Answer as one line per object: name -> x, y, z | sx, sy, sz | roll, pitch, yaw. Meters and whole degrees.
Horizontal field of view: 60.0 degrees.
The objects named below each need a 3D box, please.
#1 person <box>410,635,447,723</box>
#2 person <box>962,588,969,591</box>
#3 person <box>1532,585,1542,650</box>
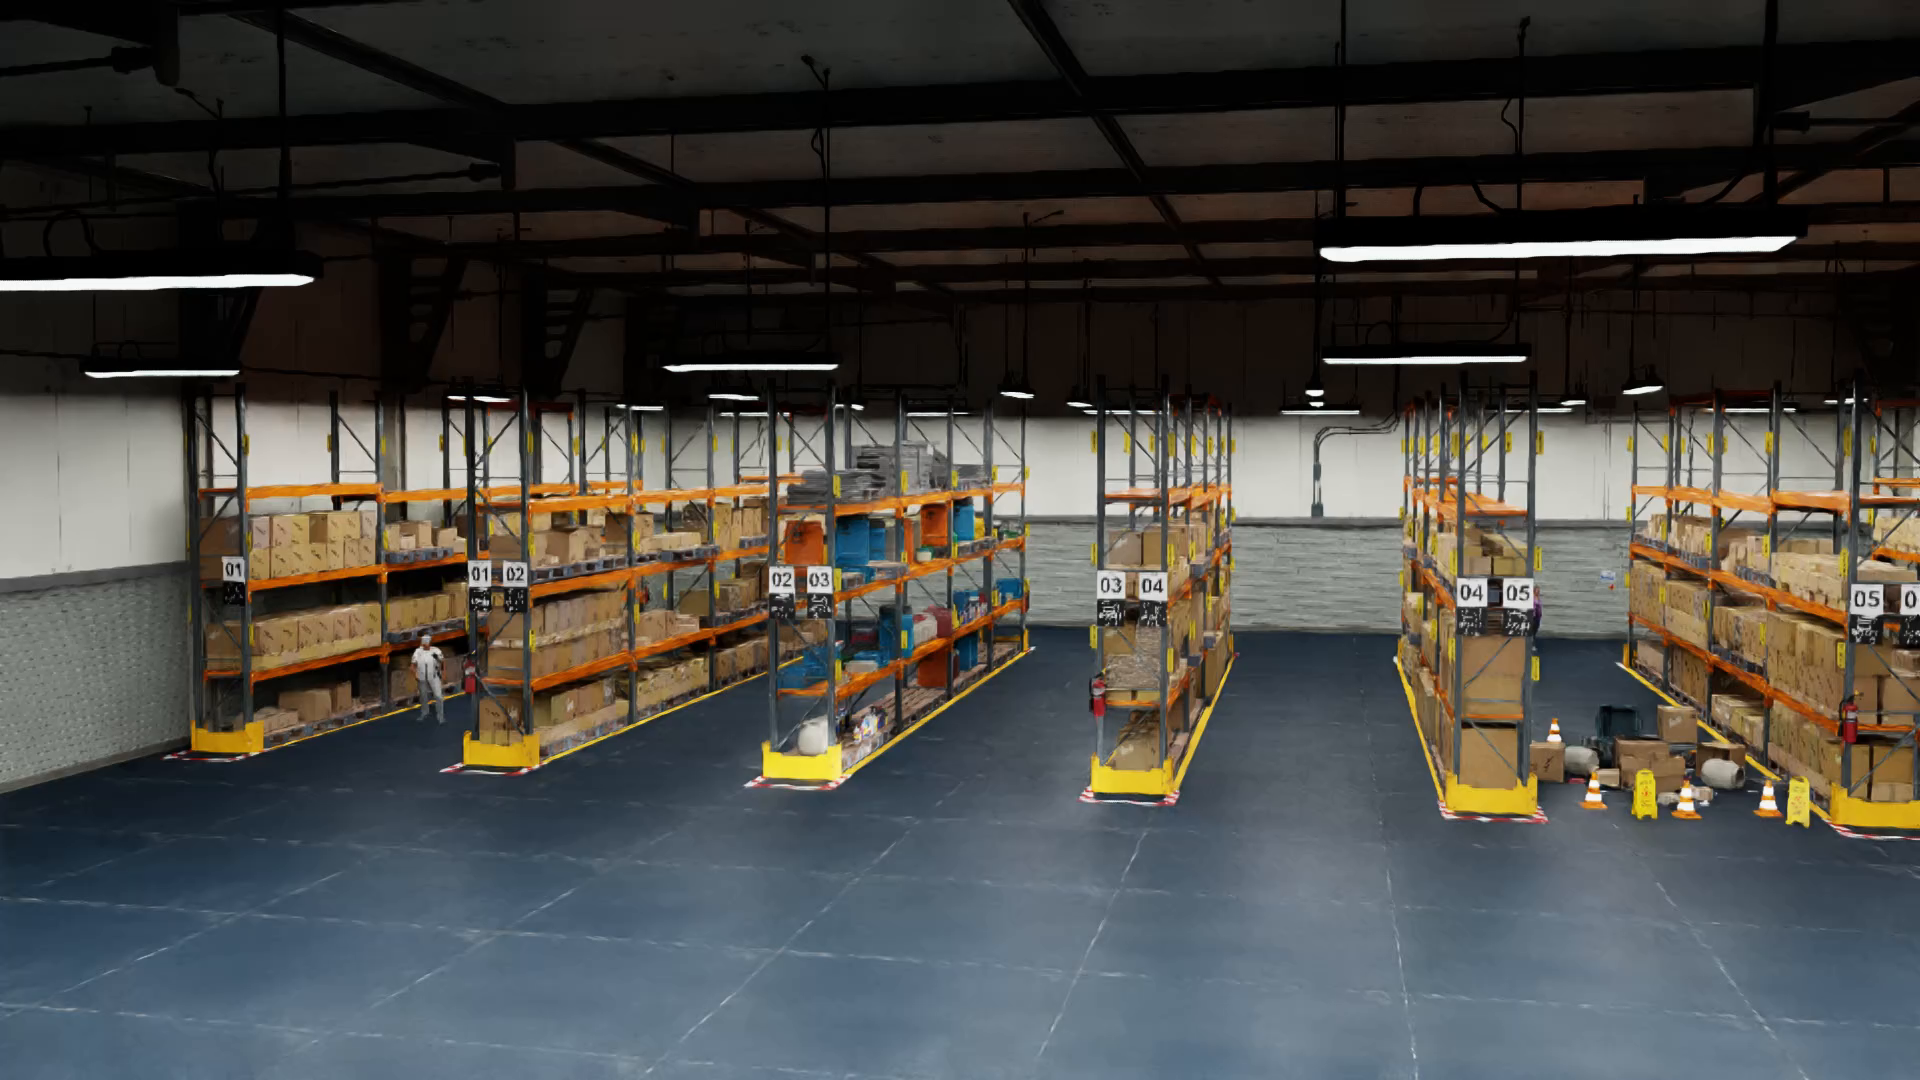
person -> -9.538, 2.484, 29.969 | 0.661, 1.599, 0.805 | 0, 3, -5
person -> 0.109, 1.939, 39.279 | 0.448, 1.601, 0.990 | 1, 4, 22
person -> 13.874, 1.890, 40.511 | 0.570, 1.586, 0.465 | -2, 4, -31
